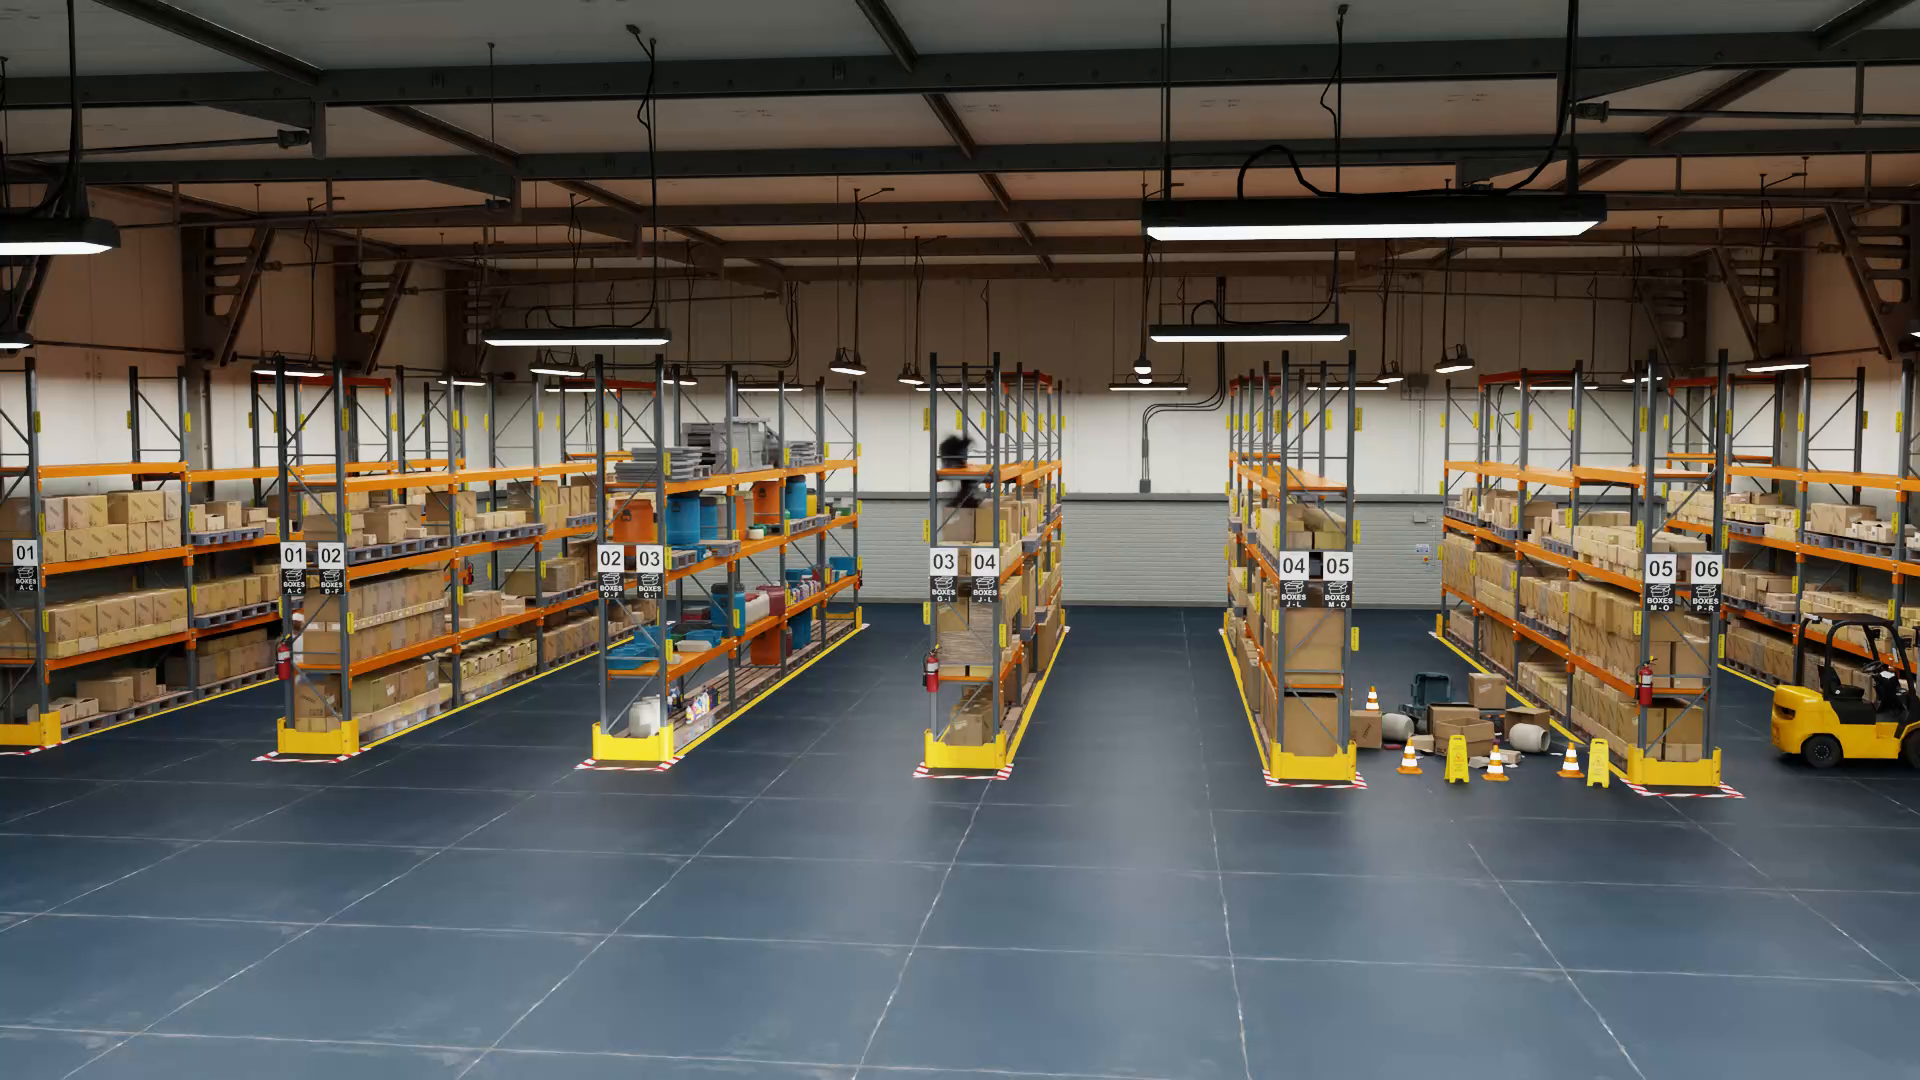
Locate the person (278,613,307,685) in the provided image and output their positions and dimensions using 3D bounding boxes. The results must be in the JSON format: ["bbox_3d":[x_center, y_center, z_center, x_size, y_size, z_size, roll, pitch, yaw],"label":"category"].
[{"bbox_3d":[-11.194,2.136,28.157,0.651,1.811,0.833,1,4,13],"label":"person"}]
